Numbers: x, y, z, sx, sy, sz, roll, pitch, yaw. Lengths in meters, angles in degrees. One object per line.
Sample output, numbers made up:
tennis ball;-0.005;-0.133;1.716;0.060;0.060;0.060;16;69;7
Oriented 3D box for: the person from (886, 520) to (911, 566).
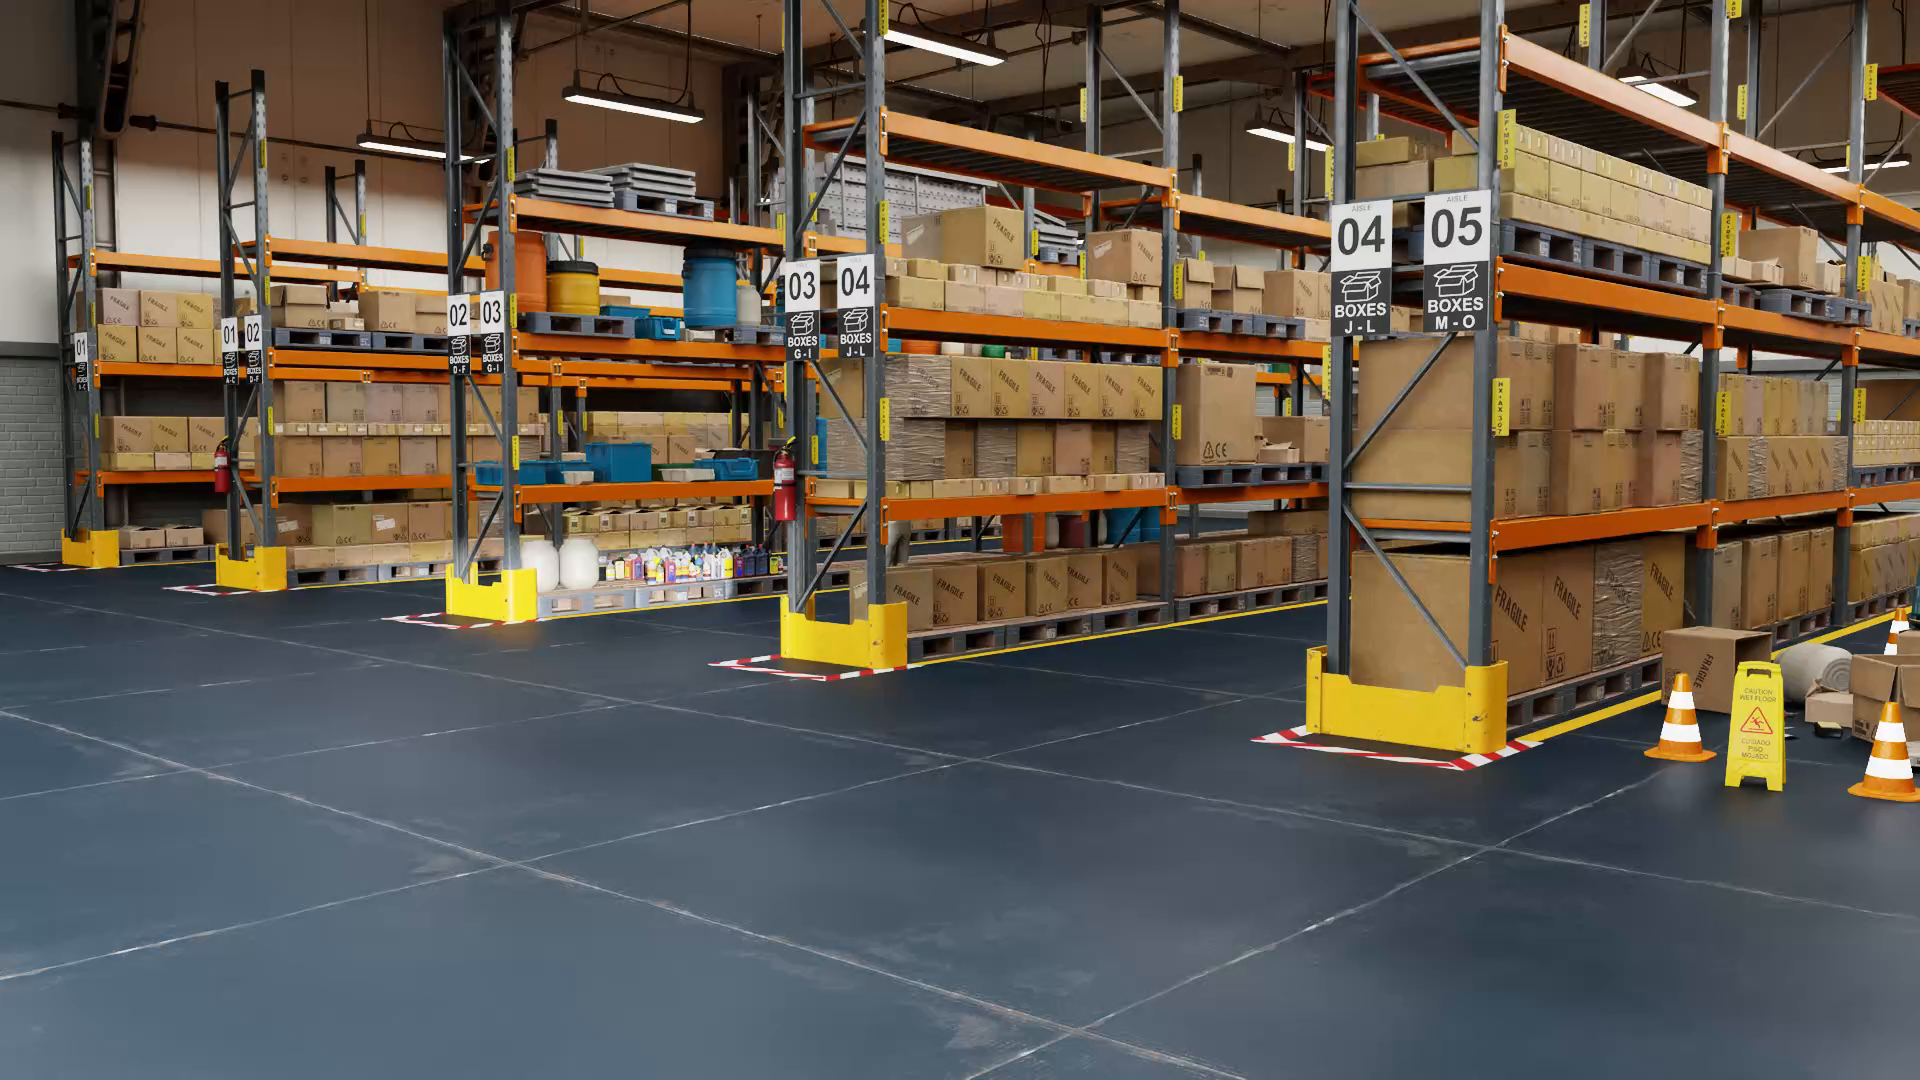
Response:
person;-0.686;-0.060;16.390;0.404;1.673;0.487;3;5;41
